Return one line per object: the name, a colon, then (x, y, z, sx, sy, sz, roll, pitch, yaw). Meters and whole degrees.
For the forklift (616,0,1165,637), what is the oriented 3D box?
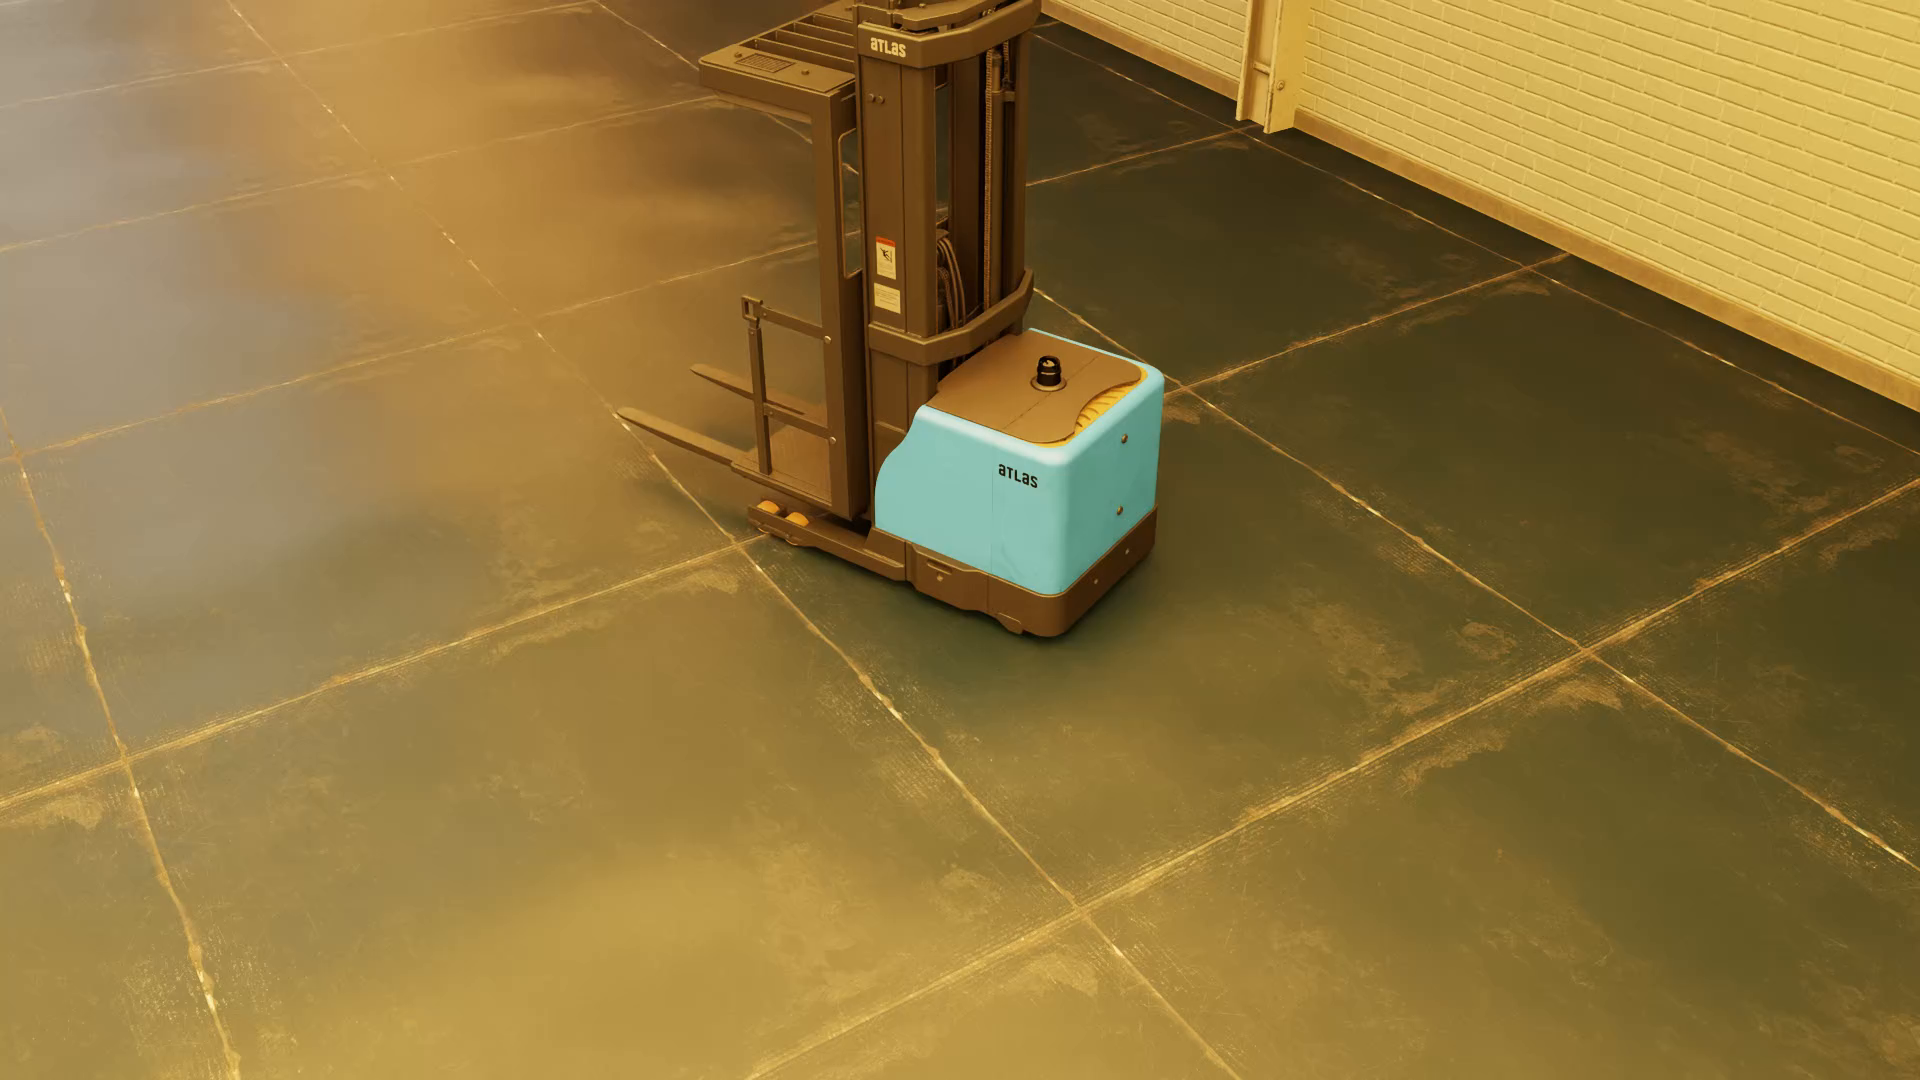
forklift: (-0.500, -1.399, 8.138, 3.031, 2.935, 1.130, 22, 41, 28)
